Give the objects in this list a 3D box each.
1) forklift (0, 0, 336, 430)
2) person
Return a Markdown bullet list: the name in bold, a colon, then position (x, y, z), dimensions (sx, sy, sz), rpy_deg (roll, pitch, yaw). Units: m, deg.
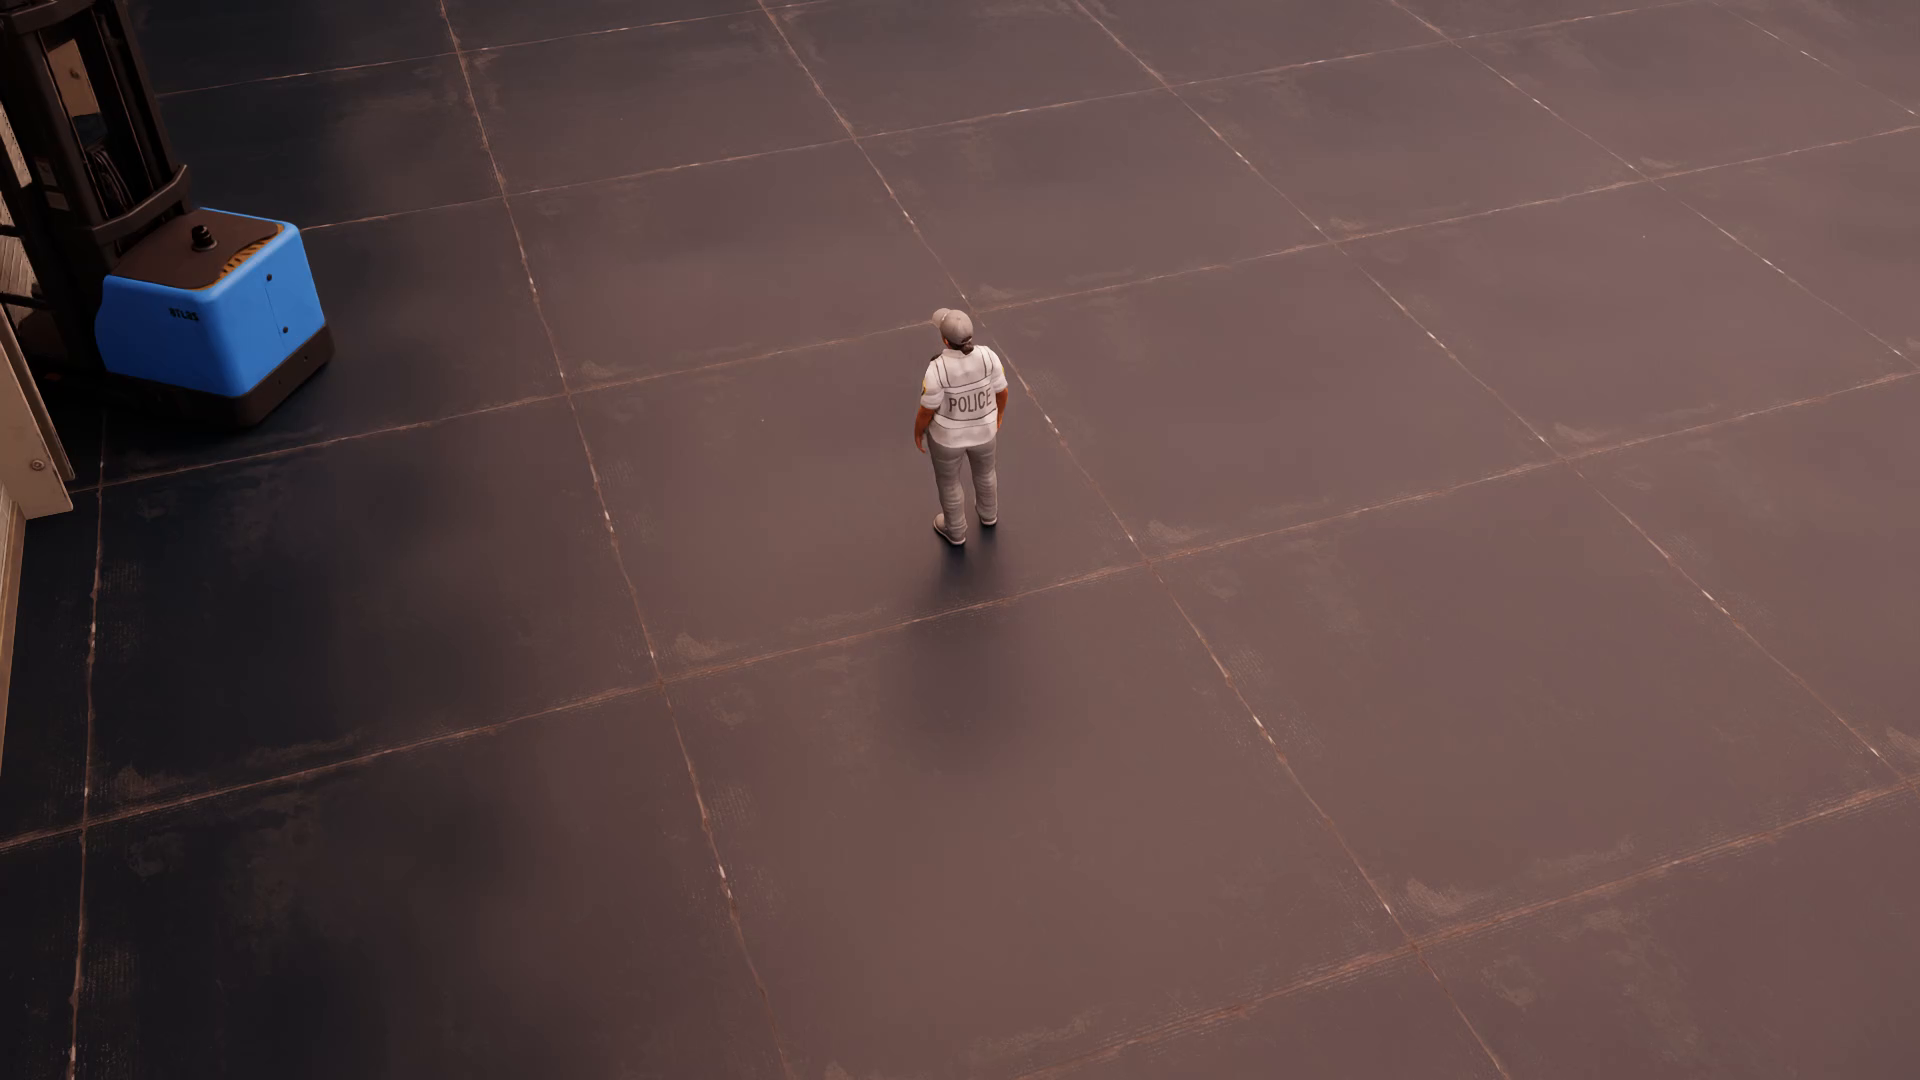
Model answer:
- **forklift**: position (-5.988, -2.417, 10.875), dimensions (3.031, 2.935, 1.130), rpy_deg (12, 41, 14)
- **person**: position (-0.004, -0.695, 9.797), dimensions (0.598, 1.670, 0.529), rpy_deg (-13, 42, -15)
